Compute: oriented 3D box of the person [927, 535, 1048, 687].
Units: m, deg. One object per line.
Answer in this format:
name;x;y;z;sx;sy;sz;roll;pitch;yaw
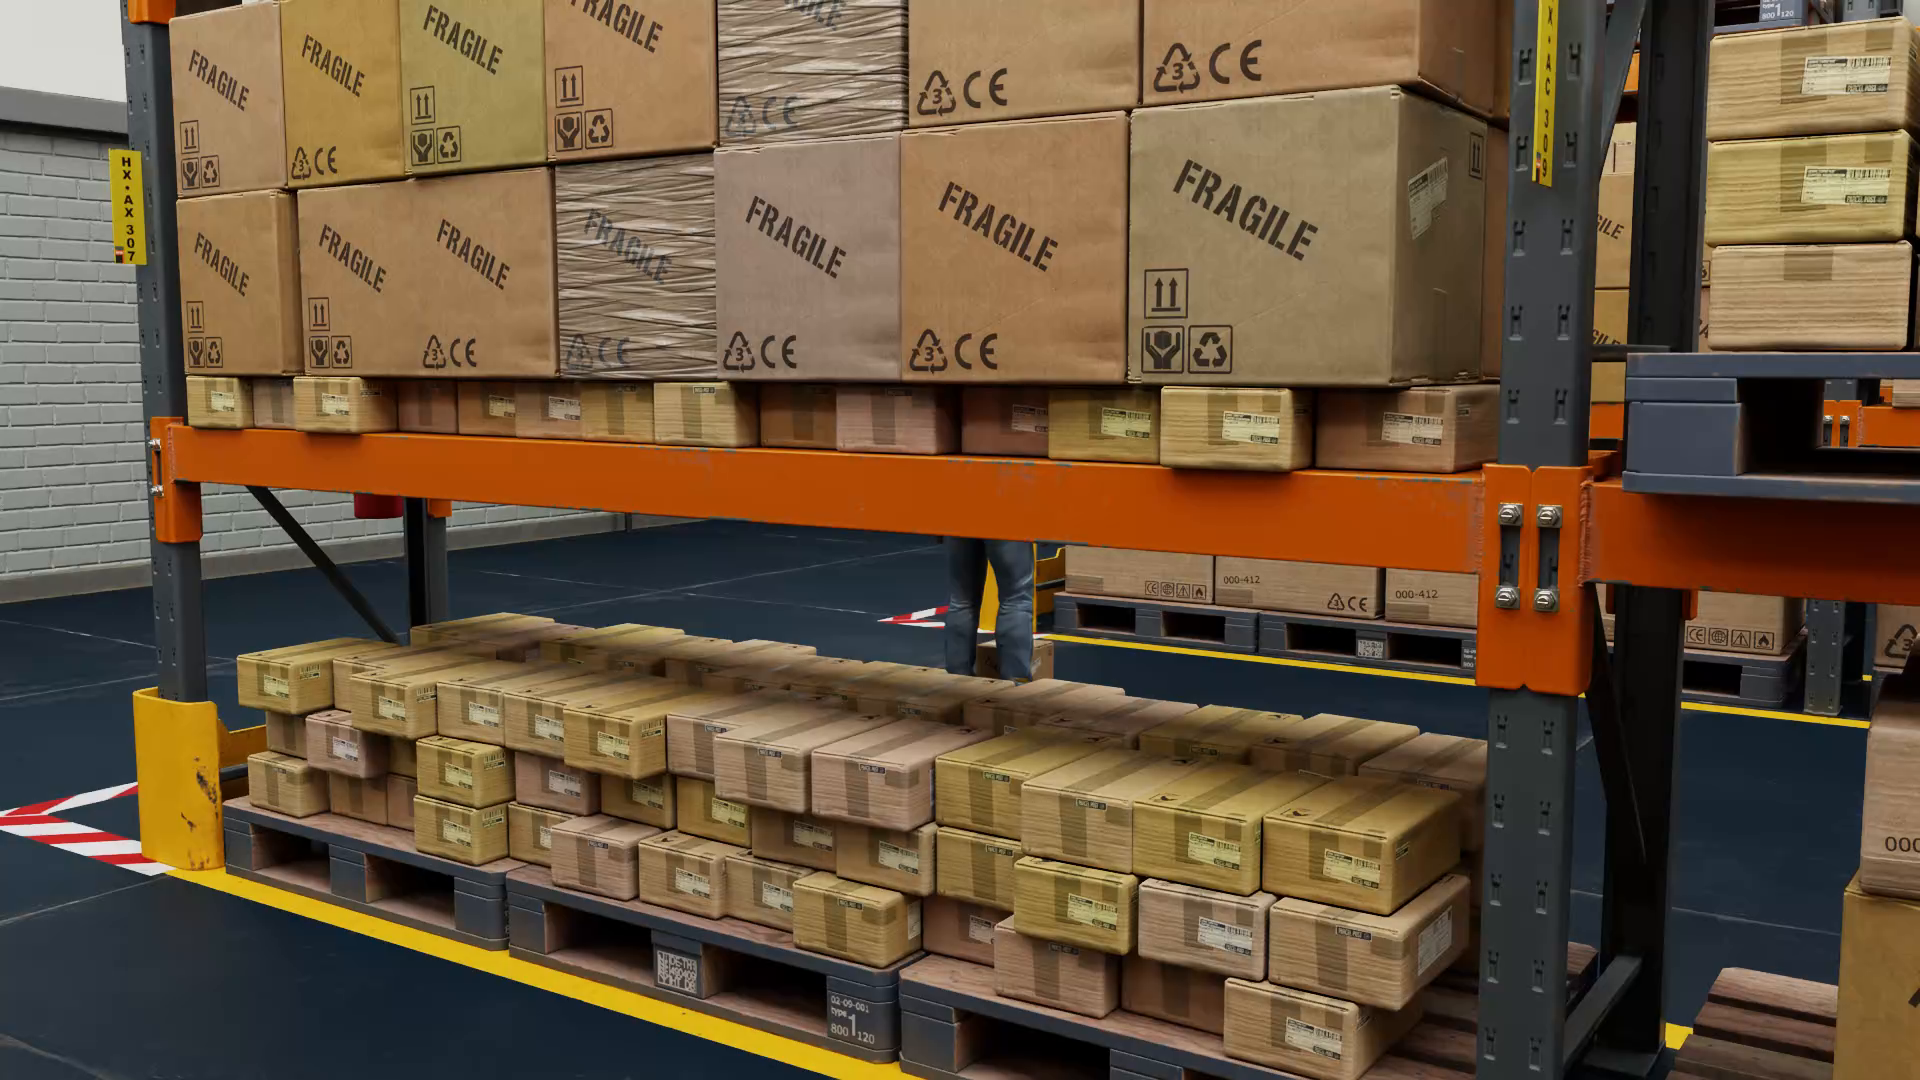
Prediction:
person;0.116;-0.149;7.062;0.632;1.759;0.462;4;7;30
